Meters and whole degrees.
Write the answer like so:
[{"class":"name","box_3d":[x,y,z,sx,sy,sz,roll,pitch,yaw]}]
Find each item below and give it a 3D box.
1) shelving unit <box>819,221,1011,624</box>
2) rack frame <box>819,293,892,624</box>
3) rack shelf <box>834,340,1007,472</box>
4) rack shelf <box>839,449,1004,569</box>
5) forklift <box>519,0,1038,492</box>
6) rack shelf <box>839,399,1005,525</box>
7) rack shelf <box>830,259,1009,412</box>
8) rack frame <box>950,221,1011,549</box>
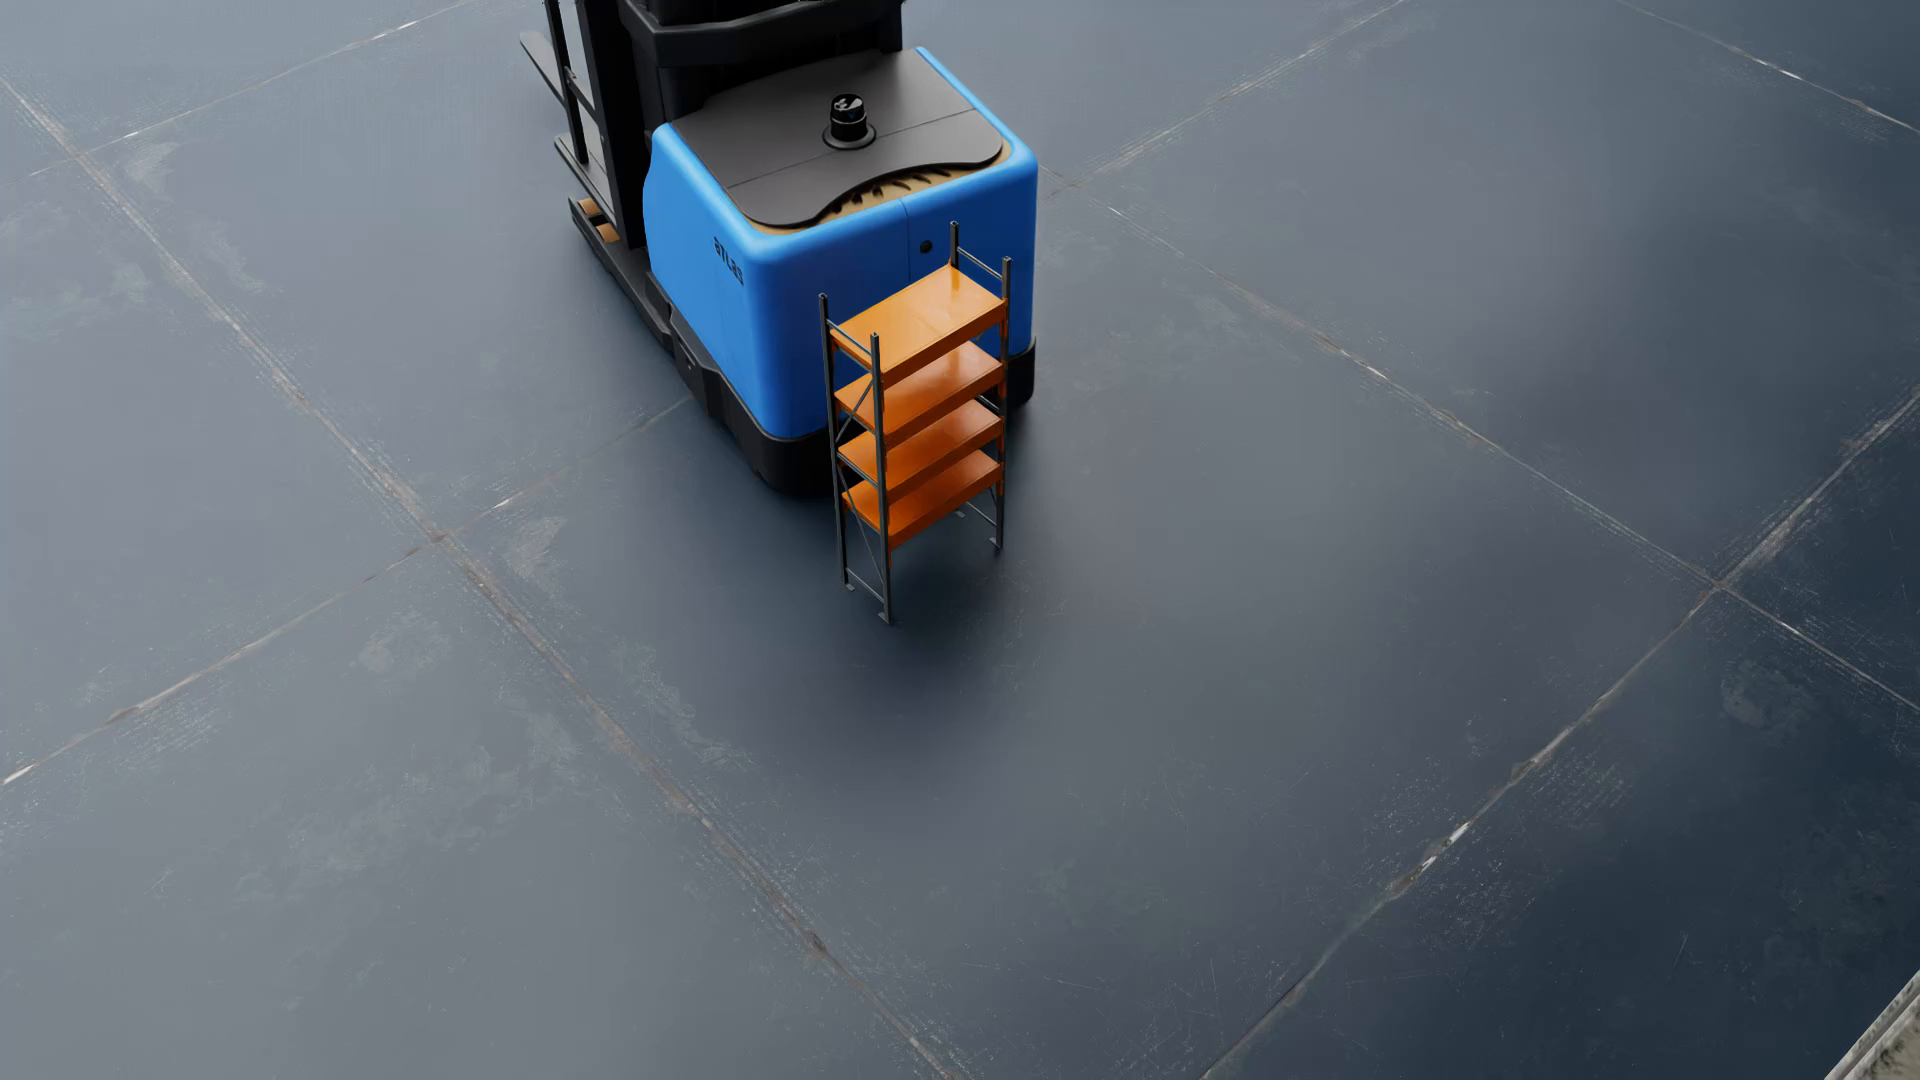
[{"class":"shelving unit","box_3d":[-0.122,-0.325,5.062,0.503,1.200,0.258,-34,56,-27]},{"class":"rack frame","box_3d":[-0.303,-0.204,4.951,0.015,1.200,0.240,-34,56,-27]},{"class":"rack shelf","box_3d":[-0.122,-0.431,4.947,0.480,0.148,0.258,-34,56,-27]},{"class":"rack shelf","box_3d":[-0.122,-0.145,5.258,0.480,0.148,0.258,-34,56,-27]},{"class":"forklift","box_3d":[-0.903,-2.234,5.646,1.130,2.935,3.031,-23,51,-20]},{"class":"rack shelf","box_3d":[-0.122,-0.279,5.112,0.480,0.148,0.258,-34,56,-27]},{"class":"rack shelf","box_3d":[-0.122,-0.591,4.774,0.480,0.148,0.258,-34,56,-27]},{"class":"rack frame","box_3d":[0.058,-0.446,5.174,0.015,1.200,0.240,-34,56,-27]}]
